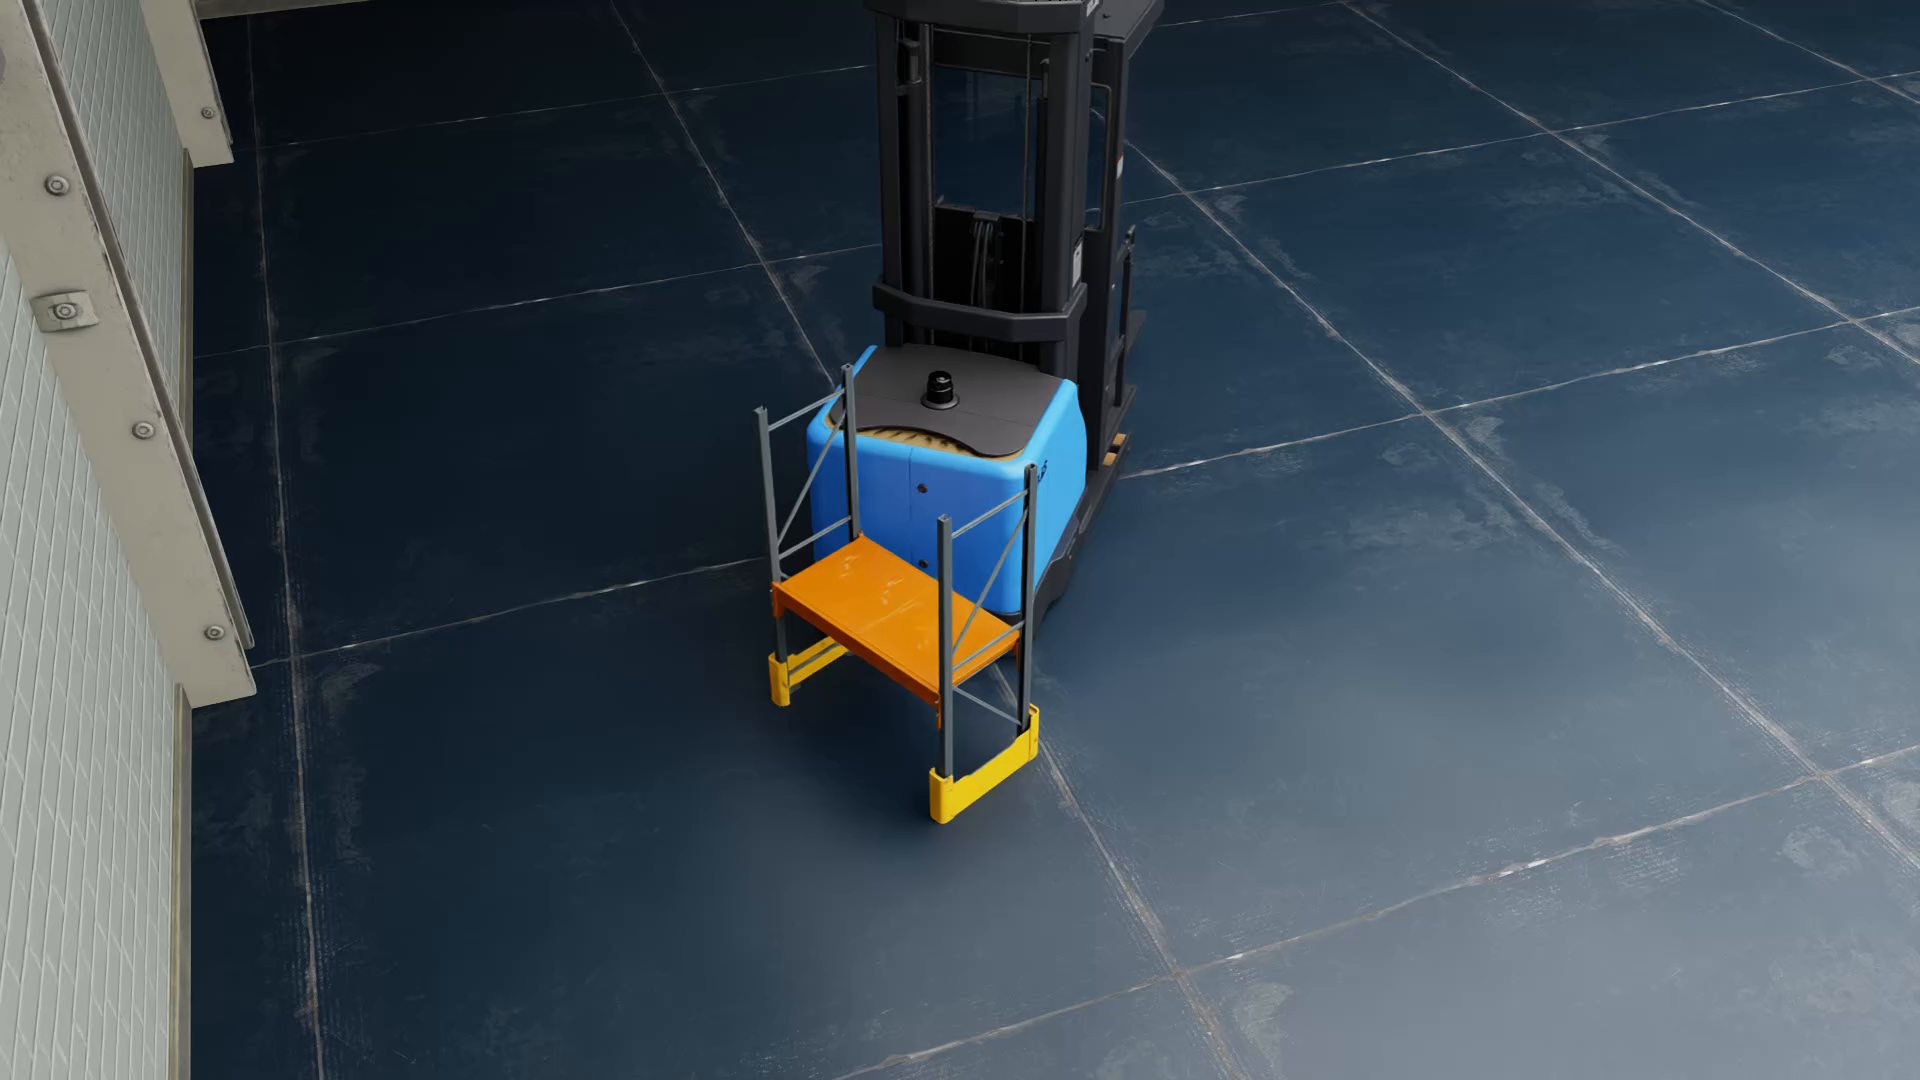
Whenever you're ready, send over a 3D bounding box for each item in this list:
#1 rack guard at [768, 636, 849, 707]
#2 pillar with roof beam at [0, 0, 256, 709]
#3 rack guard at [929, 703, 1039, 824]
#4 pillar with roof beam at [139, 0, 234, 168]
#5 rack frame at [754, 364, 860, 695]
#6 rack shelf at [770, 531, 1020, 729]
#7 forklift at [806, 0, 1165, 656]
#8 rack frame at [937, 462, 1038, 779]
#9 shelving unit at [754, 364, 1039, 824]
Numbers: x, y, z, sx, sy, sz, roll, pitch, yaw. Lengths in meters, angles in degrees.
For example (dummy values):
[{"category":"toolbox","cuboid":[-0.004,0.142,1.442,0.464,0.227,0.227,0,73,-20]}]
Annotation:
[{"category":"rack guard","cuboid":[-0.607,0.500,7.438,0.087,0.250,0.587,31,47,34]},{"category":"pillar with roof beam","cuboid":[0.698,-3.880,5.981,9.100,9.000,0.400,-12,39,-16]},{"category":"rack guard","cuboid":[0.104,0.920,6.881,0.087,0.250,0.587,31,47,34]},{"category":"pillar with roof beam","cuboid":[-1.367,-7.269,10.481,9.100,9.000,0.400,-12,39,-16]},{"category":"rack frame","cuboid":[-0.621,-0.007,7.073,0.032,1.500,0.500,31,47,34]},{"category":"rack shelf","cuboid":[-0.258,0.351,6.897,1.000,0.185,0.538,31,47,34]},{"category":"forklift","cuboid":[0.274,-1.536,7.913,1.130,2.935,3.031,12,39,15]},{"category":"rack frame","cuboid":[0.105,0.422,6.504,0.032,1.500,0.500,31,47,34]},{"category":"shelving unit","cuboid":[-0.251,0.211,6.784,1.083,1.500,0.587,31,47,34]}]
